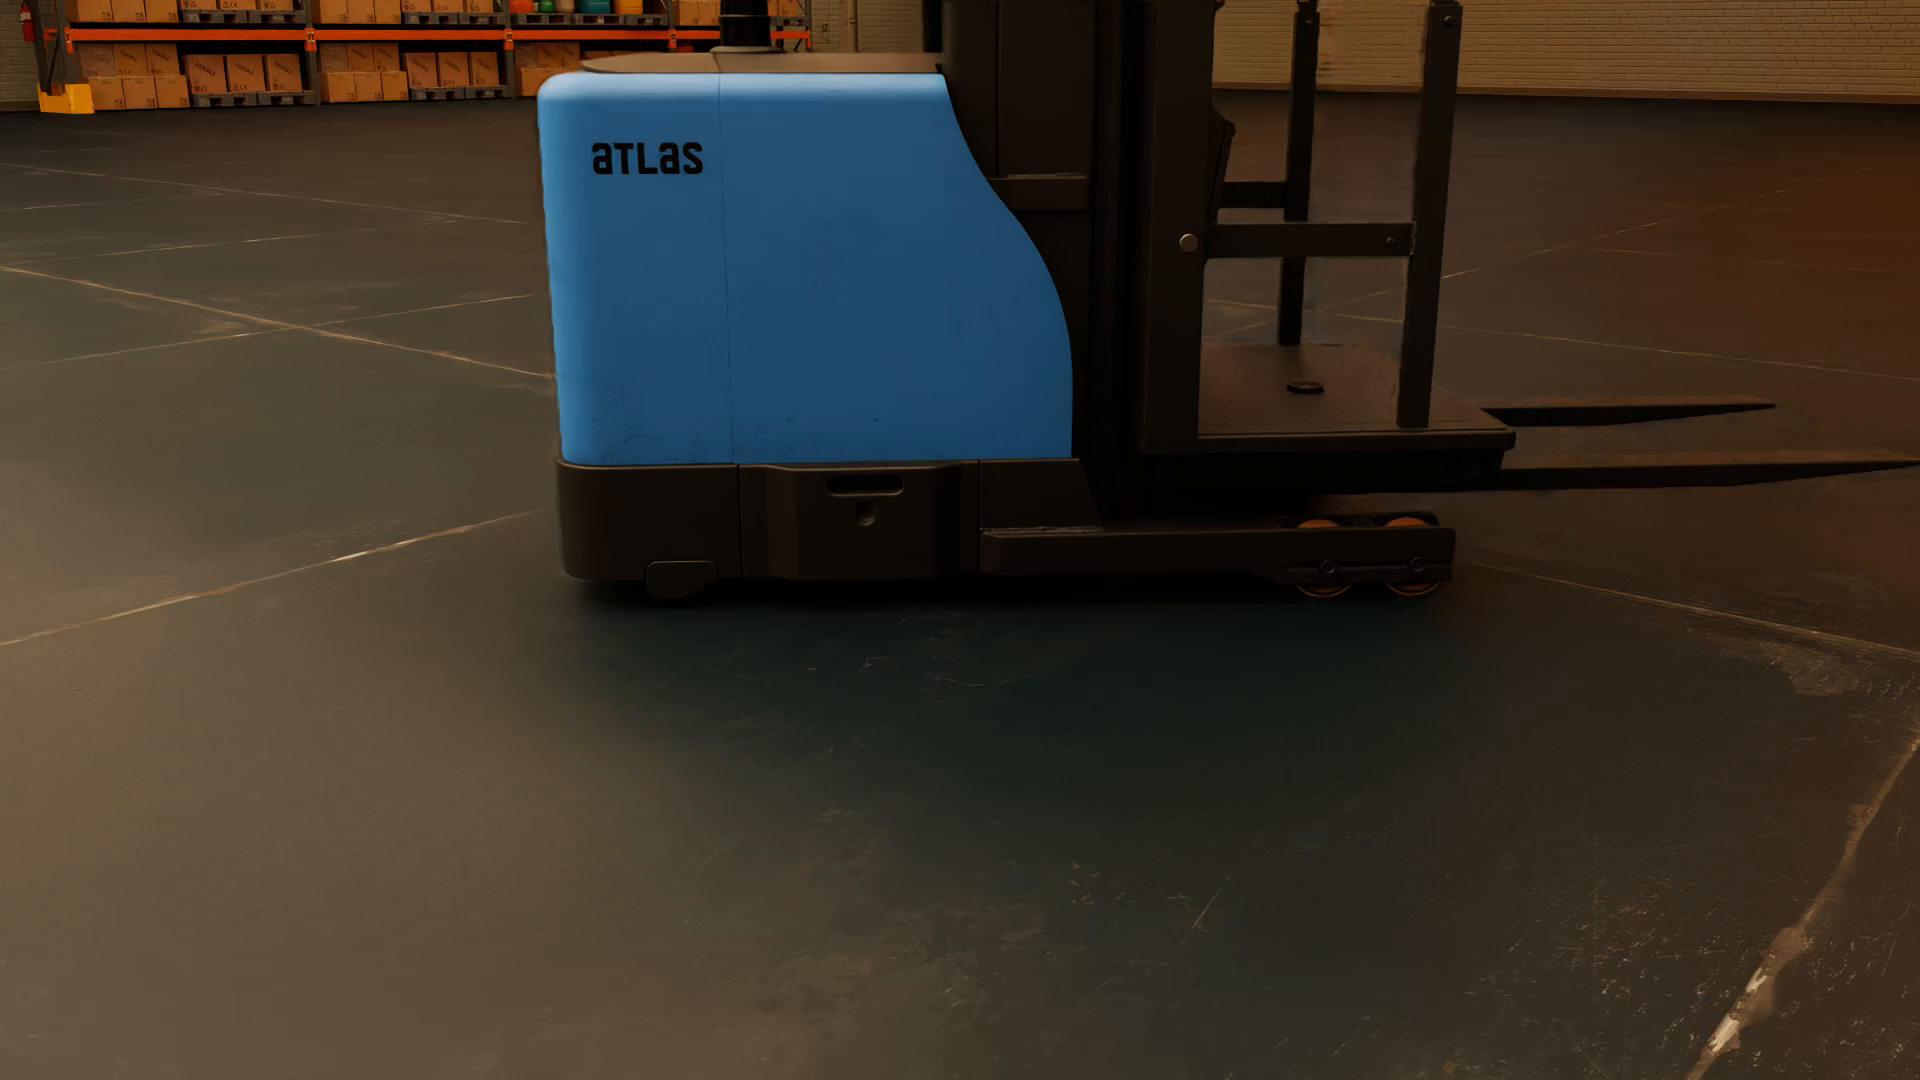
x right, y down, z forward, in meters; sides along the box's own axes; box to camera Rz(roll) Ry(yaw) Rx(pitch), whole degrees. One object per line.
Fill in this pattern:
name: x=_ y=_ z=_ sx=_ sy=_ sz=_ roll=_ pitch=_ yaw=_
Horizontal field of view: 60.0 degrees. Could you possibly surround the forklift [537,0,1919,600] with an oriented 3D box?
forklift: x=0.645 y=-1.431 z=3.609 sx=3.031 sy=2.935 sz=1.130 roll=-1 pitch=17 yaw=-4
